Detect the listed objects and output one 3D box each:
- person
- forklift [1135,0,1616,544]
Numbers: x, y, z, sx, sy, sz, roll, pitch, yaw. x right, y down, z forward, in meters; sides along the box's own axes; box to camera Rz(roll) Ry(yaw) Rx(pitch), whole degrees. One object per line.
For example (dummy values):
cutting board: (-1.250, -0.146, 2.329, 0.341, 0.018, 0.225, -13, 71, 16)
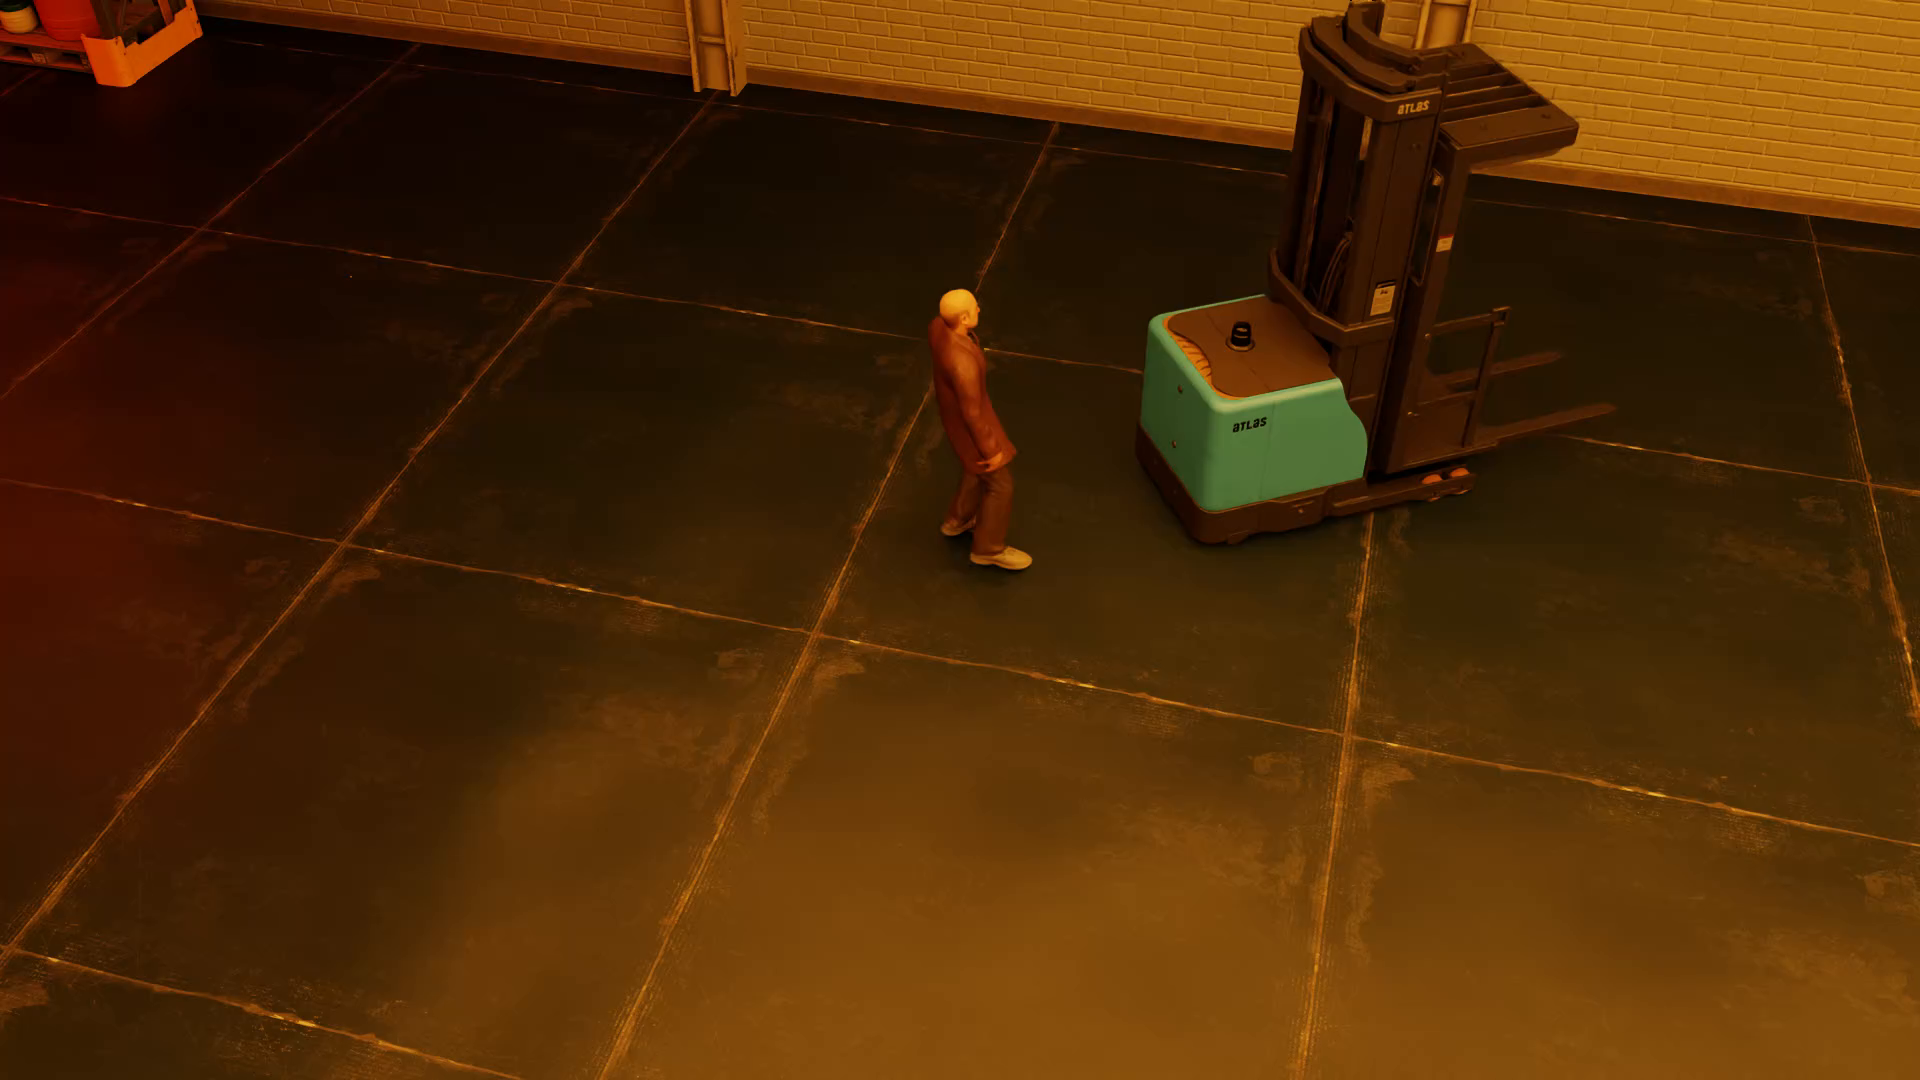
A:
person: (0.104, -0.682, 9.518, 0.487, 1.742, 0.769, -10, 42, -11)
forklift: (2.692, -1.662, 9.757, 3.031, 2.935, 1.130, -13, 43, -14)
